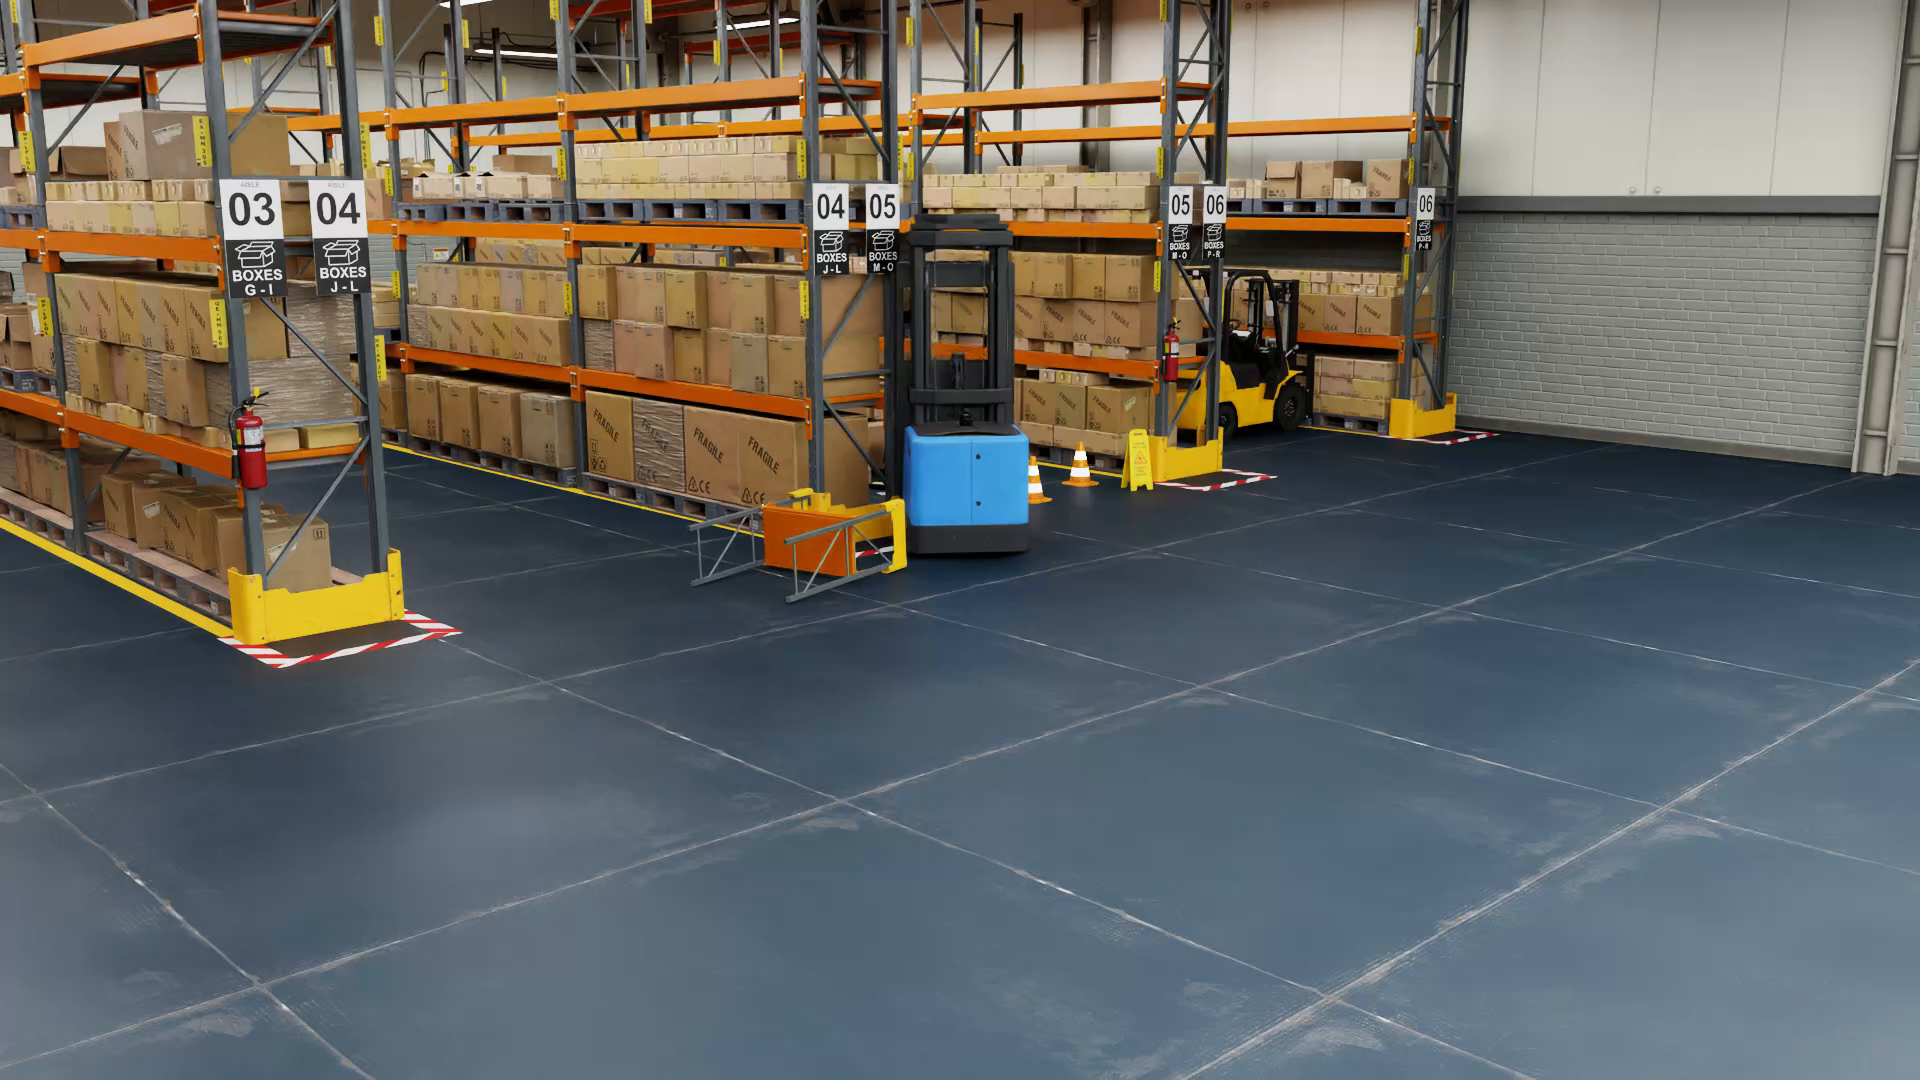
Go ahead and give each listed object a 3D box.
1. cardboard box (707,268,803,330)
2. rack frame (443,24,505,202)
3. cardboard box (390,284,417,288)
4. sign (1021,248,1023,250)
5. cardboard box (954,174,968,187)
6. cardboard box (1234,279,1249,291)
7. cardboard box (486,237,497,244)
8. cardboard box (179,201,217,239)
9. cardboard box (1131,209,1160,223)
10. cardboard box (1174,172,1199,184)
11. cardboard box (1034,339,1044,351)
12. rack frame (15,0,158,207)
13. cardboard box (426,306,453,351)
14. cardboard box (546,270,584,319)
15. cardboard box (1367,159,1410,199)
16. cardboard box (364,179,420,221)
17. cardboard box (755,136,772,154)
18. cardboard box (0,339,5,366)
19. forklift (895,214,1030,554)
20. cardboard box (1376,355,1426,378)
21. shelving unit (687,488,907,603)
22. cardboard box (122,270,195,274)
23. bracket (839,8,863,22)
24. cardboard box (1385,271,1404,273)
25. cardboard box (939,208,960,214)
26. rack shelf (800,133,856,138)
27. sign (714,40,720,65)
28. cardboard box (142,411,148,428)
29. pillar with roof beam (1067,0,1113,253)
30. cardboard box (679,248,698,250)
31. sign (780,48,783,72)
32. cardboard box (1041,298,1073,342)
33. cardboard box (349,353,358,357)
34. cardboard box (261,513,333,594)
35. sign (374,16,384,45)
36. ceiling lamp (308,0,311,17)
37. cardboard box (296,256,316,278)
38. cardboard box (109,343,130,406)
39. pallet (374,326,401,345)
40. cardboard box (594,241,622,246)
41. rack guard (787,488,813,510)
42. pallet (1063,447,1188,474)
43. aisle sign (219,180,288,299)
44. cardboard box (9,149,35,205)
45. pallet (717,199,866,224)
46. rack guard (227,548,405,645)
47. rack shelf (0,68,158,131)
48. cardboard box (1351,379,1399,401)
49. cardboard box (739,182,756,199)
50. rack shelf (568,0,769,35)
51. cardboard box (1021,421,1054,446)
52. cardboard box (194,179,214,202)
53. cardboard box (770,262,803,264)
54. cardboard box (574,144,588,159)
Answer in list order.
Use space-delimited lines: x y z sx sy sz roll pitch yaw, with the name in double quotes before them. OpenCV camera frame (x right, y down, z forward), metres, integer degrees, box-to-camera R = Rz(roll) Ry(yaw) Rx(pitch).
"cardboard box" -1.923 -2.327 16.063 0.875 0.550 0.550 -11 16 -43
"rack frame" -8.498 -7.475 29.230 1.000 3.000 0.127 -11 16 -43
"cardboard box" -7.199 -3.247 21.684 0.250 0.149 0.380 11 16 43
"sign" 1.013 -4.706 27.790 0.100 0.325 0.005 -11 16 -43
"cardboard box" 0.147 -4.357 20.176 0.250 0.149 0.380 11 16 43
"cardboard box" 4.083 -3.604 23.456 0.380 0.149 0.250 -11 16 -43
"cardboard box" -7.930 -5.184 28.647 0.250 0.149 0.380 11 16 43
"cardboard box" -5.133 -2.251 11.681 0.500 0.250 0.500 -10 16 -41
"cardboard box" 2.102 -3.561 18.288 0.380 0.149 0.250 -11 16 -42
"cardboard box" 2.453 -4.018 18.534 0.380 0.149 0.250 -11 16 -43
"cardboard box" 1.096 -2.329 19.743 0.380 0.149 0.250 -11 16 -43
"rack frame" -7.379 -4.343 14.027 1.000 3.000 0.127 -11 16 -43
"cardboard box" -6.016 -2.536 19.880 0.500 0.500 0.500 -11 16 -43
"cardboard box" -4.069 -2.691 18.152 0.700 0.500 0.500 -11 16 -44
"cardboard box" 5.656 -4.697 21.645 0.500 0.500 0.500 -10 15 -41
"cardboard box" -7.062 -4.231 20.669 0.500 0.500 0.500 -11 16 -43
"cardboard box" -1.609 -3.527 14.859 0.380 0.149 0.250 -11 16 -42
"cardboard box" -9.150 -1.844 16.096 0.500 0.250 0.500 11 16 44
"forklift" -0.074 -1.562 15.567 1.130 2.935 3.031 -1 12 -6
"cardboard box" 5.943 -2.339 22.464 0.500 0.250 0.500 -11 16 -43
"shelving unit" -1.328 0.037 13.678 1.083 0.587 1.500 7 16 34
"cardboard box" -6.869 -2.061 14.359 0.500 0.500 0.500 -11 16 -43
"bracket" -1.948 -9.463 29.962 0.235 0.232 0.430 -11 16 -43
"cardboard box" 5.923 -3.532 22.369 0.380 0.149 0.250 -10 15 -41
"cardboard box" -0.035 -4.005 20.446 0.380 0.149 0.250 -11 16 -42
"rack shelf" -3.530 -7.521 31.247 1.077 0.370 4.000 -11 16 -43
"sign" -3.373 -6.764 23.075 0.100 0.325 0.005 -11 16 -43
"cardboard box" -6.197 -0.961 13.102 0.380 0.149 0.250 -11 16 -43
"pillar with roof beam" -0.948 -6.335 23.698 9.100 9.000 0.548 -11 16 -43
"cardboard box" -4.179 -4.237 25.654 0.500 0.500 0.500 -11 16 -42
"sign" -2.588 -6.881 23.835 0.100 0.325 0.005 -11 16 -43
"cardboard box" 1.291 -2.584 19.374 0.500 0.500 0.500 -11 16 -43
"cardboard box" -8.204 -2.447 22.987 0.500 0.250 0.500 -10 15 -40
"cardboard box" -5.036 0.105 12.462 0.500 0.500 0.500 -7 14 -32
"sign" -6.870 -6.022 19.668 0.100 0.325 0.005 -11 16 -43
"ceiling lamp" -12.106 -10.388 28.903 2.000 3.185 0.800 -11 16 -43
"cardboard box" -9.382 -4.032 23.926 0.500 0.500 0.500 -10 16 -41
"cardboard box" -6.375 -1.388 13.568 0.875 0.500 0.500 -11 16 -43
"pallet" -7.053 -2.660 21.201 1.213 0.211 1.003 -11 16 -43
"cardboard box" -5.766 -4.891 27.225 0.380 0.149 0.250 -11 16 -43
"rack guard" -1.377 -0.141 14.456 0.087 0.587 0.250 7 16 34
"pallet" 1.963 -0.970 19.436 1.003 0.211 1.213 -11 16 -43
"aisle sign" -4.791 -2.043 11.290 0.394 0.787 0.004 -11 16 -43
"cardboard box" -8.283 -3.349 15.344 0.797 0.503 0.637 -10 15 -40
"pallet" -1.479 -3.029 15.307 1.003 0.211 1.213 -11 16 -43
"rack guard" -4.669 0.393 12.105 1.175 0.500 0.348 -11 16 -43
"rack shelf" -8.760 -4.086 15.557 1.077 0.370 4.000 -11 16 -43
"cardboard box" 5.576 -2.025 22.180 0.500 0.250 0.500 -11 16 -43
"cardboard box" -1.785 -3.173 15.119 0.380 0.149 0.250 -11 16 -42
"rack shelf" -4.355 -7.875 24.717 1.077 0.370 4.000 -11 16 -43
"cardboard box" 1.081 -1.293 19.867 0.500 0.250 0.500 11 16 43
"cardboard box" -5.034 -2.408 11.457 0.380 0.149 0.250 -11 16 -43
"cardboard box" -2.459 -3.742 23.952 0.500 0.500 0.500 11 16 43
"cardboard box" -3.716 -3.972 17.018 0.380 0.149 0.250 -11 16 -42
